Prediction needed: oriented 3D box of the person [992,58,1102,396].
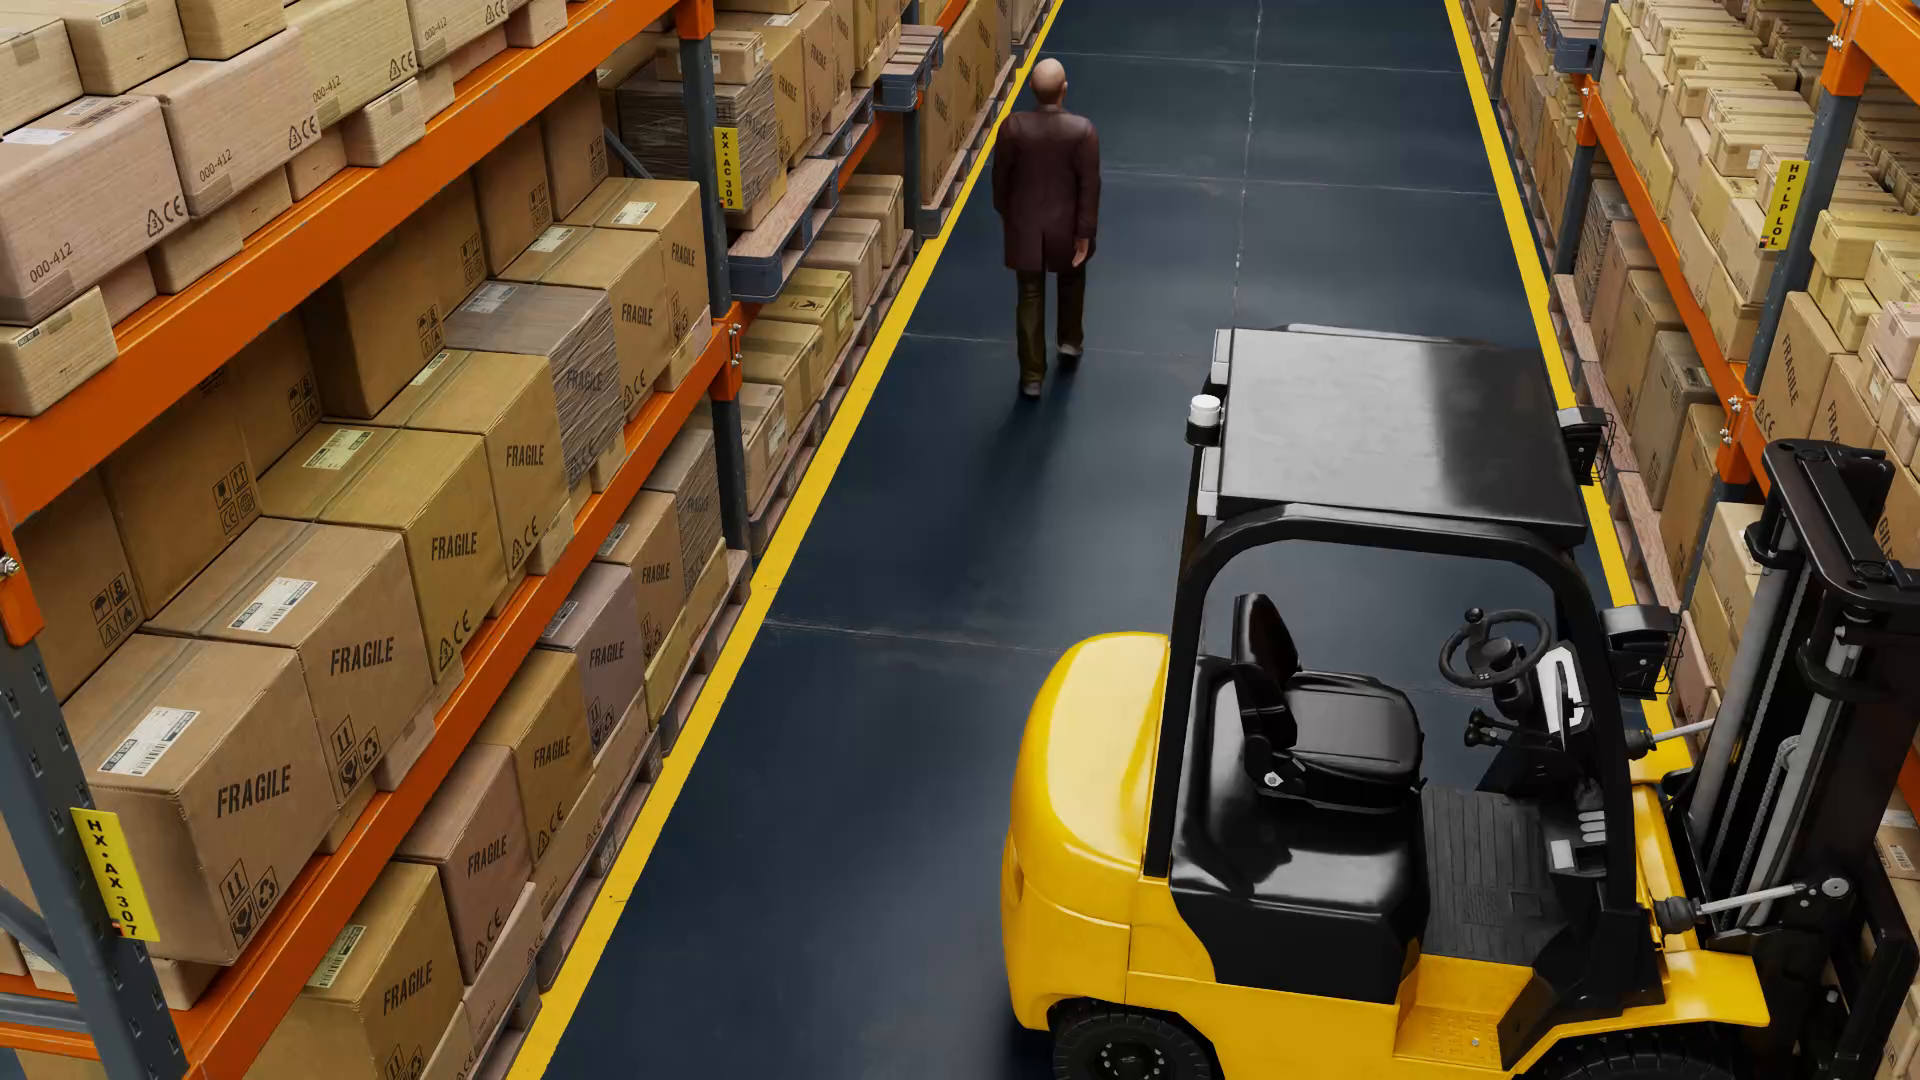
[{"bbox_3d":[0.460,-1.685,8.868,0.582,1.821,0.792,4,32,6],"label":"person"}]
